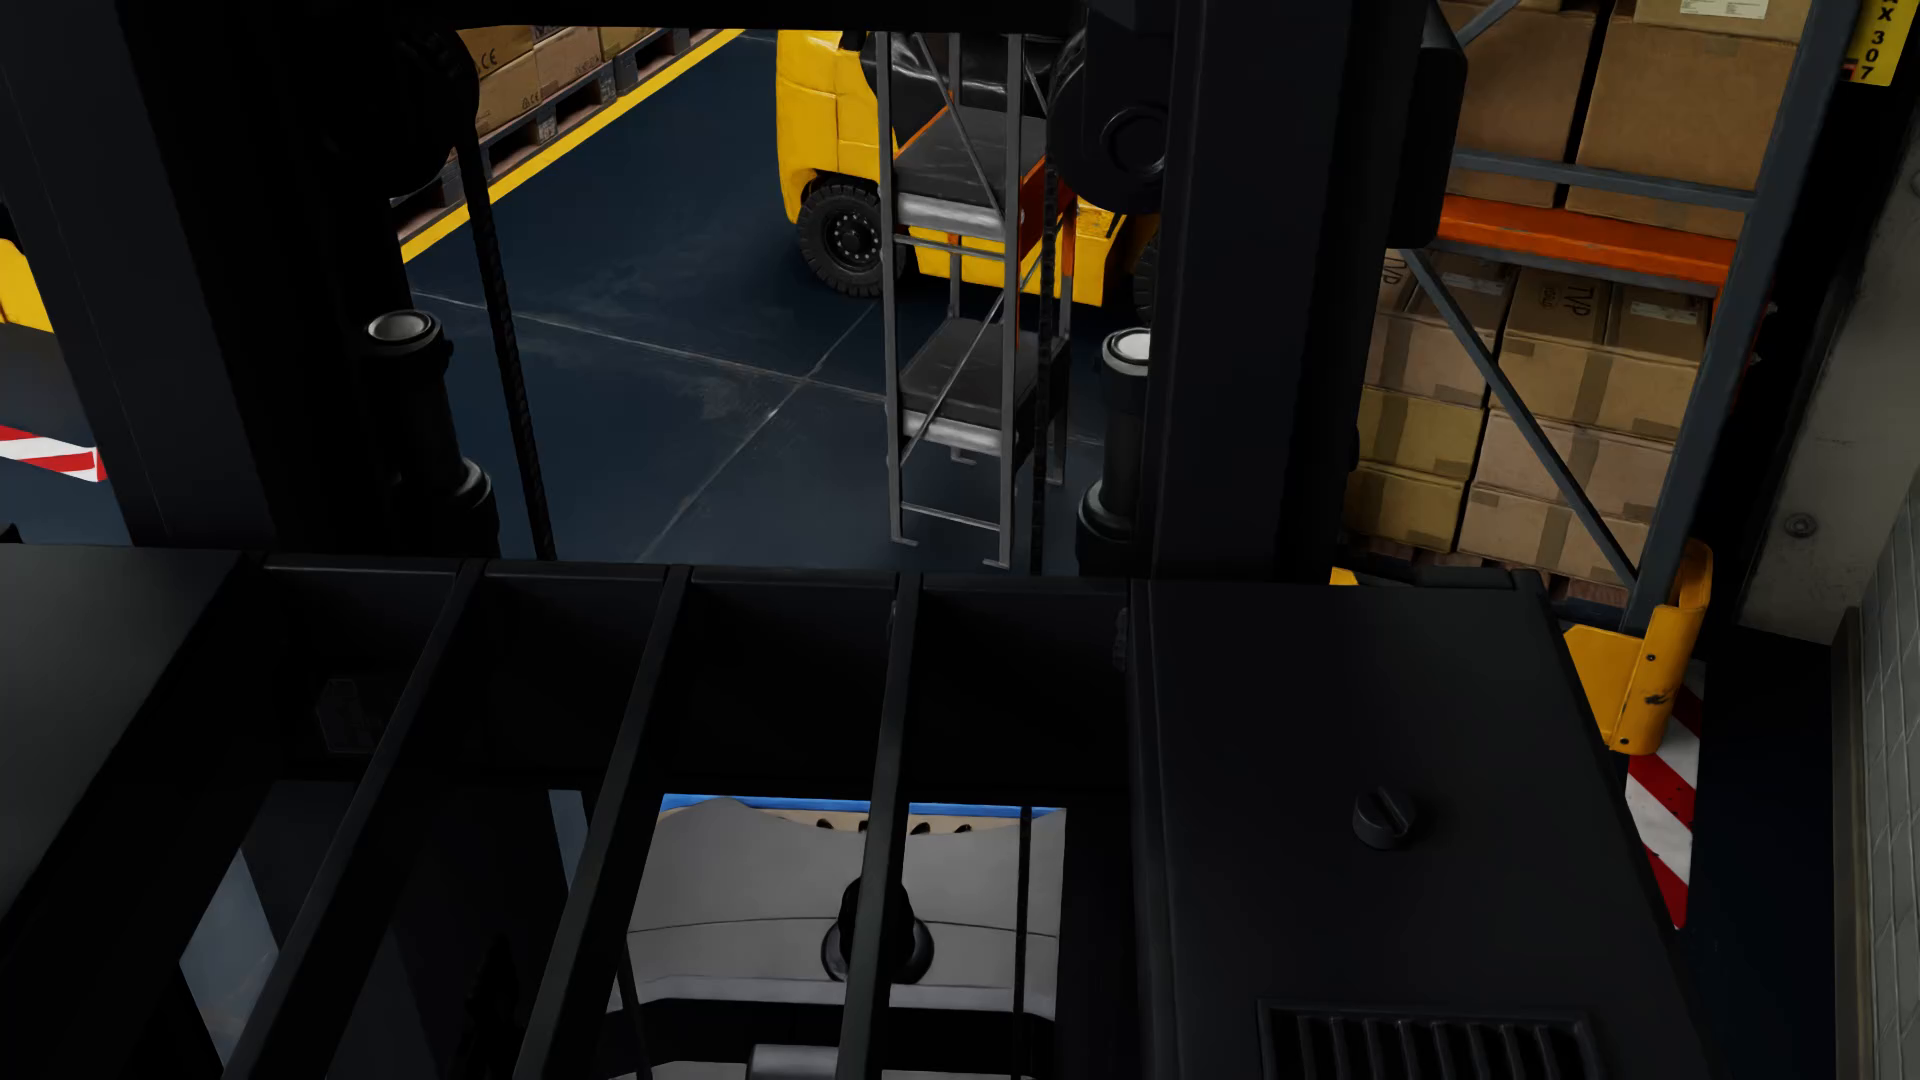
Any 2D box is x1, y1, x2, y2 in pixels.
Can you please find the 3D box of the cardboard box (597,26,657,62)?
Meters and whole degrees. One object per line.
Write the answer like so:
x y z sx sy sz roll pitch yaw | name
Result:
-1.836 -2.574 8.134 0.500 0.250 0.500 13 39 17 | cardboard box

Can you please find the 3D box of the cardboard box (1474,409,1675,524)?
1.775 -0.330 4.714 0.500 0.250 0.500 15 39 19 | cardboard box

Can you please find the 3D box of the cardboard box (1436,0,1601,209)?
1.348 -1.222 4.296 0.500 0.500 0.500 13 39 17 | cardboard box

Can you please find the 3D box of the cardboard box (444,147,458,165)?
-2.424 -1.710 6.978 0.500 0.250 0.500 15 39 19 | cardboard box

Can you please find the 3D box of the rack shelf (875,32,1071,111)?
0.063 -1.482 4.333 0.431 0.518 0.480 14 39 18 | rack shelf

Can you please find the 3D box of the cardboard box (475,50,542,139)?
-2.228 -2.015 7.386 0.500 0.250 0.500 16 40 21 | cardboard box

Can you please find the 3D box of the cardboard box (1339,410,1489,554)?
1.290 -0.249 5.023 0.500 0.250 0.500 14 39 18 | cardboard box

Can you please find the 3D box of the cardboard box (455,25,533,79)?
-2.224 -2.309 7.153 0.500 0.500 0.500 15 39 19 | cardboard box

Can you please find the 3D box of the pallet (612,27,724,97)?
-1.889 -2.696 8.681 1.003 0.211 1.213 14 39 18 | pallet

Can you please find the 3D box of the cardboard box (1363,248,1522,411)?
1.290 -0.643 4.716 0.500 0.250 0.500 15 39 19 | cardboard box

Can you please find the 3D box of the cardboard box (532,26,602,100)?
-2.034 -2.294 7.759 0.500 0.250 0.500 14 39 18 | cardboard box

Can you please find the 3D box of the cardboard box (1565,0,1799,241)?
1.849 -1.101 4.134 0.500 0.500 0.500 15 39 19 | cardboard box

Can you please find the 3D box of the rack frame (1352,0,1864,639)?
1.404 -0.850 3.881 1.000 3.000 0.127 14 39 18 | rack frame

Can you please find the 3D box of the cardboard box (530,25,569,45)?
-2.028 -2.607 7.552 0.500 0.500 0.500 16 40 20 | cardboard box

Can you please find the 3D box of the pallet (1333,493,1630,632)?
1.656 -0.166 5.295 1.003 0.211 1.213 14 39 18 | pallet

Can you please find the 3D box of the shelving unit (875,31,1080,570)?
0.063 -0.933 4.744 0.431 2.100 0.503 14 39 18 | shelving unit

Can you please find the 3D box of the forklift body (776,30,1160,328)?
0.438 -1.975 6.096 2.313 2.155 1.214 14 39 18 | forklift body

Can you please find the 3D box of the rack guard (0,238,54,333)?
-3.159 -1.019 6.196 1.175 0.500 0.348 14 39 18 | rack guard

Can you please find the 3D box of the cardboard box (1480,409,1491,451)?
1.488 -0.522 5.389 0.500 0.250 0.500 14 39 18 | cardboard box

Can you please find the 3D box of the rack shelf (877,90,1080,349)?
0.063 -0.922 4.752 0.431 0.518 0.480 14 39 18 | rack shelf

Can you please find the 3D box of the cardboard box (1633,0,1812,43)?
1.773 -1.278 3.829 0.380 0.149 0.250 13 39 17 | cardboard box

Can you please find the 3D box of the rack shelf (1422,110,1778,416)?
2.165 -1.669 5.578 1.077 0.370 4.000 14 39 18 | rack shelf

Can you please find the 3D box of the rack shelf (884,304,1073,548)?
0.063 -0.361 5.171 0.431 0.518 0.480 14 39 18 | rack shelf

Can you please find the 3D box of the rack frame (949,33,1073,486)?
0.156 -1.068 4.925 0.400 2.100 0.015 14 39 18 | rack frame

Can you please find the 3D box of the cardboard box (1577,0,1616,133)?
2.027 -1.394 4.526 0.500 0.500 0.500 15 39 19 | cardboard box

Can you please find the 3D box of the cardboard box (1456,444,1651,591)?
1.771 -0.144 4.883 0.500 0.250 0.500 14 39 18 | cardboard box

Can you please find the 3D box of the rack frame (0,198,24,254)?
-3.188 -1.978 5.391 1.000 3.000 0.127 14 39 18 | rack frame

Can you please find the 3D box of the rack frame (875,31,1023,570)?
-0.030 -0.798 4.563 0.400 2.100 0.015 14 39 18 | rack frame

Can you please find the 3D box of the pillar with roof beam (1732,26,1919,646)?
-1.479 -4.414 3.638 9.100 9.000 0.400 14 39 18 | pillar with roof beam

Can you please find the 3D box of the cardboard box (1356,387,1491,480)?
1.300 -0.458 4.885 0.500 0.250 0.500 13 39 17 | cardboard box

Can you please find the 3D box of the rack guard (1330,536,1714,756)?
1.394 0.165 4.612 1.175 0.500 0.348 14 39 18 | rack guard

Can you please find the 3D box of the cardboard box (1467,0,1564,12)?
1.276 -1.405 3.999 0.380 0.149 0.250 14 39 18 | cardboard box

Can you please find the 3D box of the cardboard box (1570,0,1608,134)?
1.554 -1.507 4.678 0.500 0.500 0.500 15 39 19 | cardboard box

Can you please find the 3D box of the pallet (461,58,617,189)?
-2.352 -2.018 7.774 1.003 0.211 1.213 14 39 18 | pallet

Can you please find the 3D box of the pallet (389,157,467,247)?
-2.817 -1.345 6.874 1.003 0.211 1.213 14 39 18 | pallet

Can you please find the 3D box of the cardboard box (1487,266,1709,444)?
1.761 -0.540 4.578 0.500 0.250 0.500 13 39 17 | cardboard box

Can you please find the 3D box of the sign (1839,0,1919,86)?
1.915 -1.098 3.425 0.100 0.325 0.005 14 39 18 | sign
